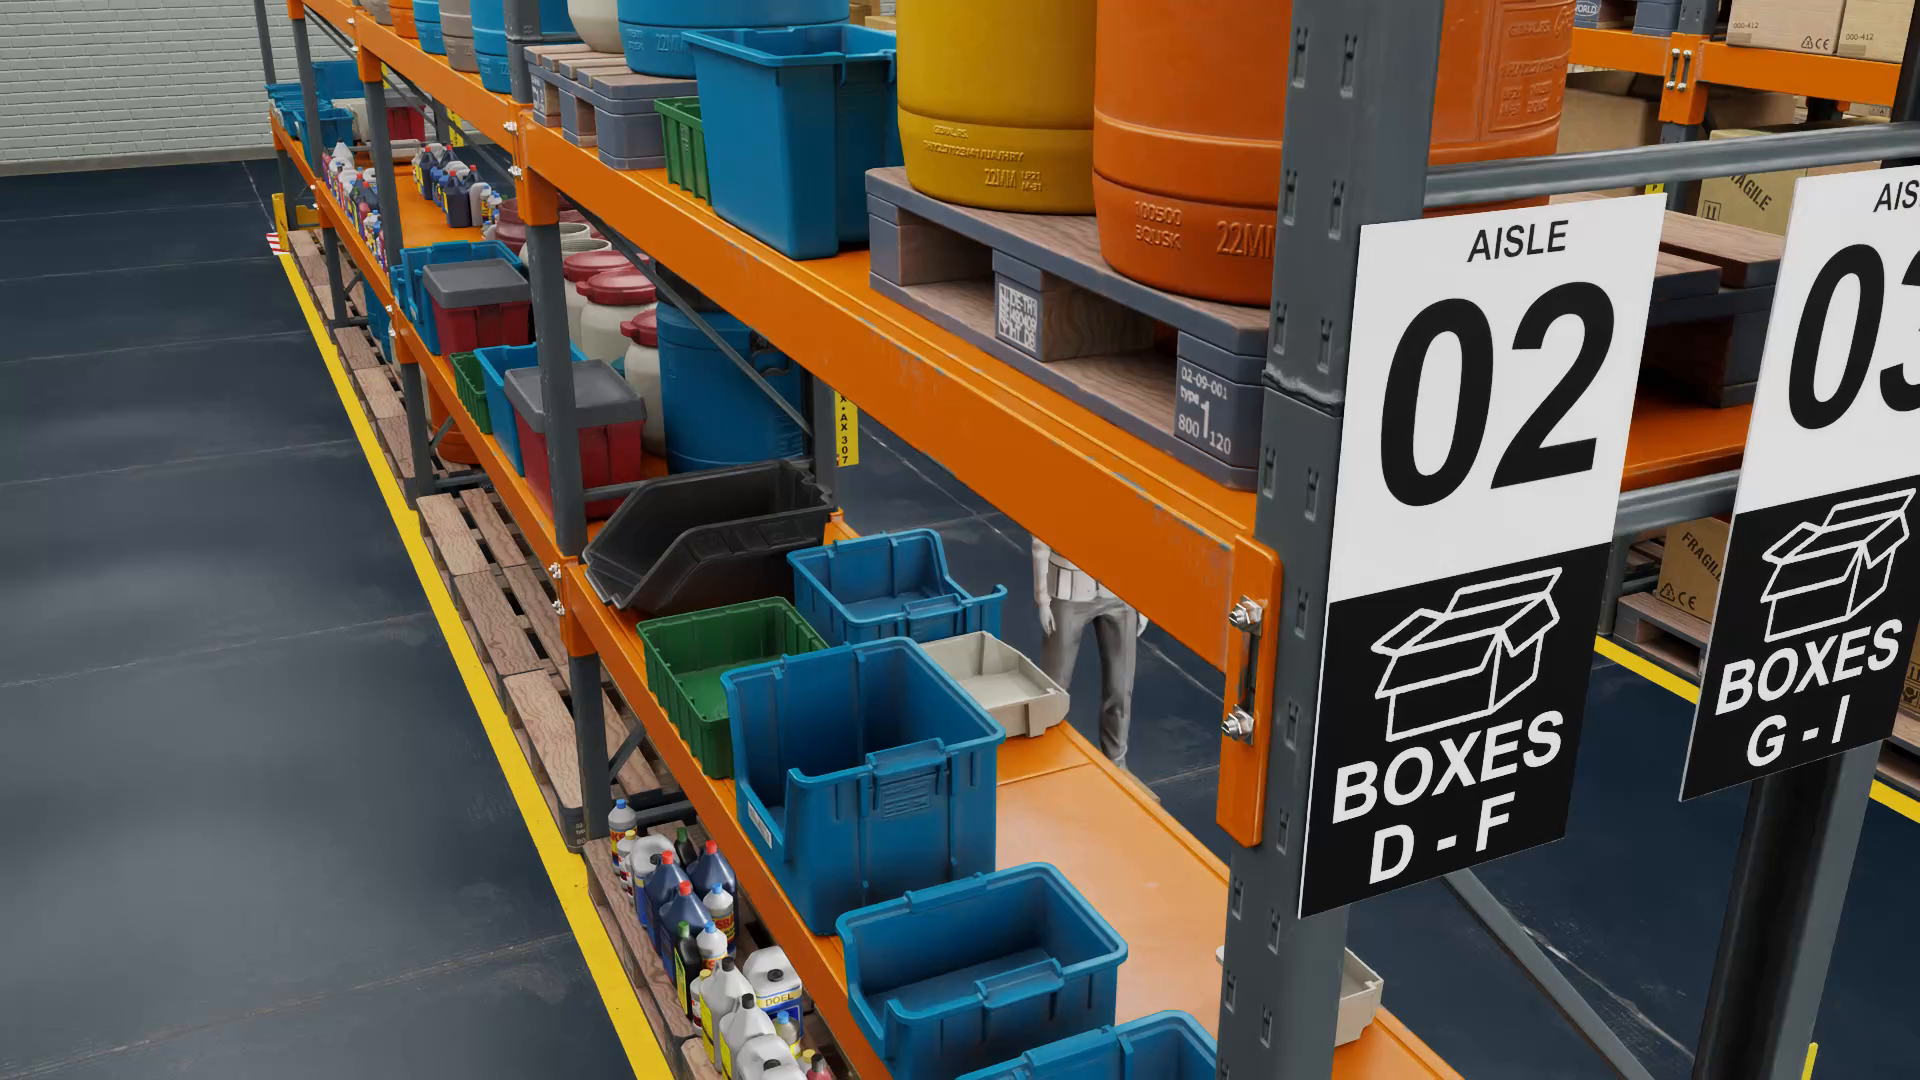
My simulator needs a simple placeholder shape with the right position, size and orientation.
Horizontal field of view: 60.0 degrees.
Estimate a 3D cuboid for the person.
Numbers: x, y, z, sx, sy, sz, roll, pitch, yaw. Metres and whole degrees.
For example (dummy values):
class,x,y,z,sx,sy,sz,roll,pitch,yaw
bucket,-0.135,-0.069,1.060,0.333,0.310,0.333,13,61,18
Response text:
class,x,y,z,sx,sy,sz,roll,pitch,yaw
person,0.526,0.249,6.507,0.482,1.718,0.416,-3,23,-8
